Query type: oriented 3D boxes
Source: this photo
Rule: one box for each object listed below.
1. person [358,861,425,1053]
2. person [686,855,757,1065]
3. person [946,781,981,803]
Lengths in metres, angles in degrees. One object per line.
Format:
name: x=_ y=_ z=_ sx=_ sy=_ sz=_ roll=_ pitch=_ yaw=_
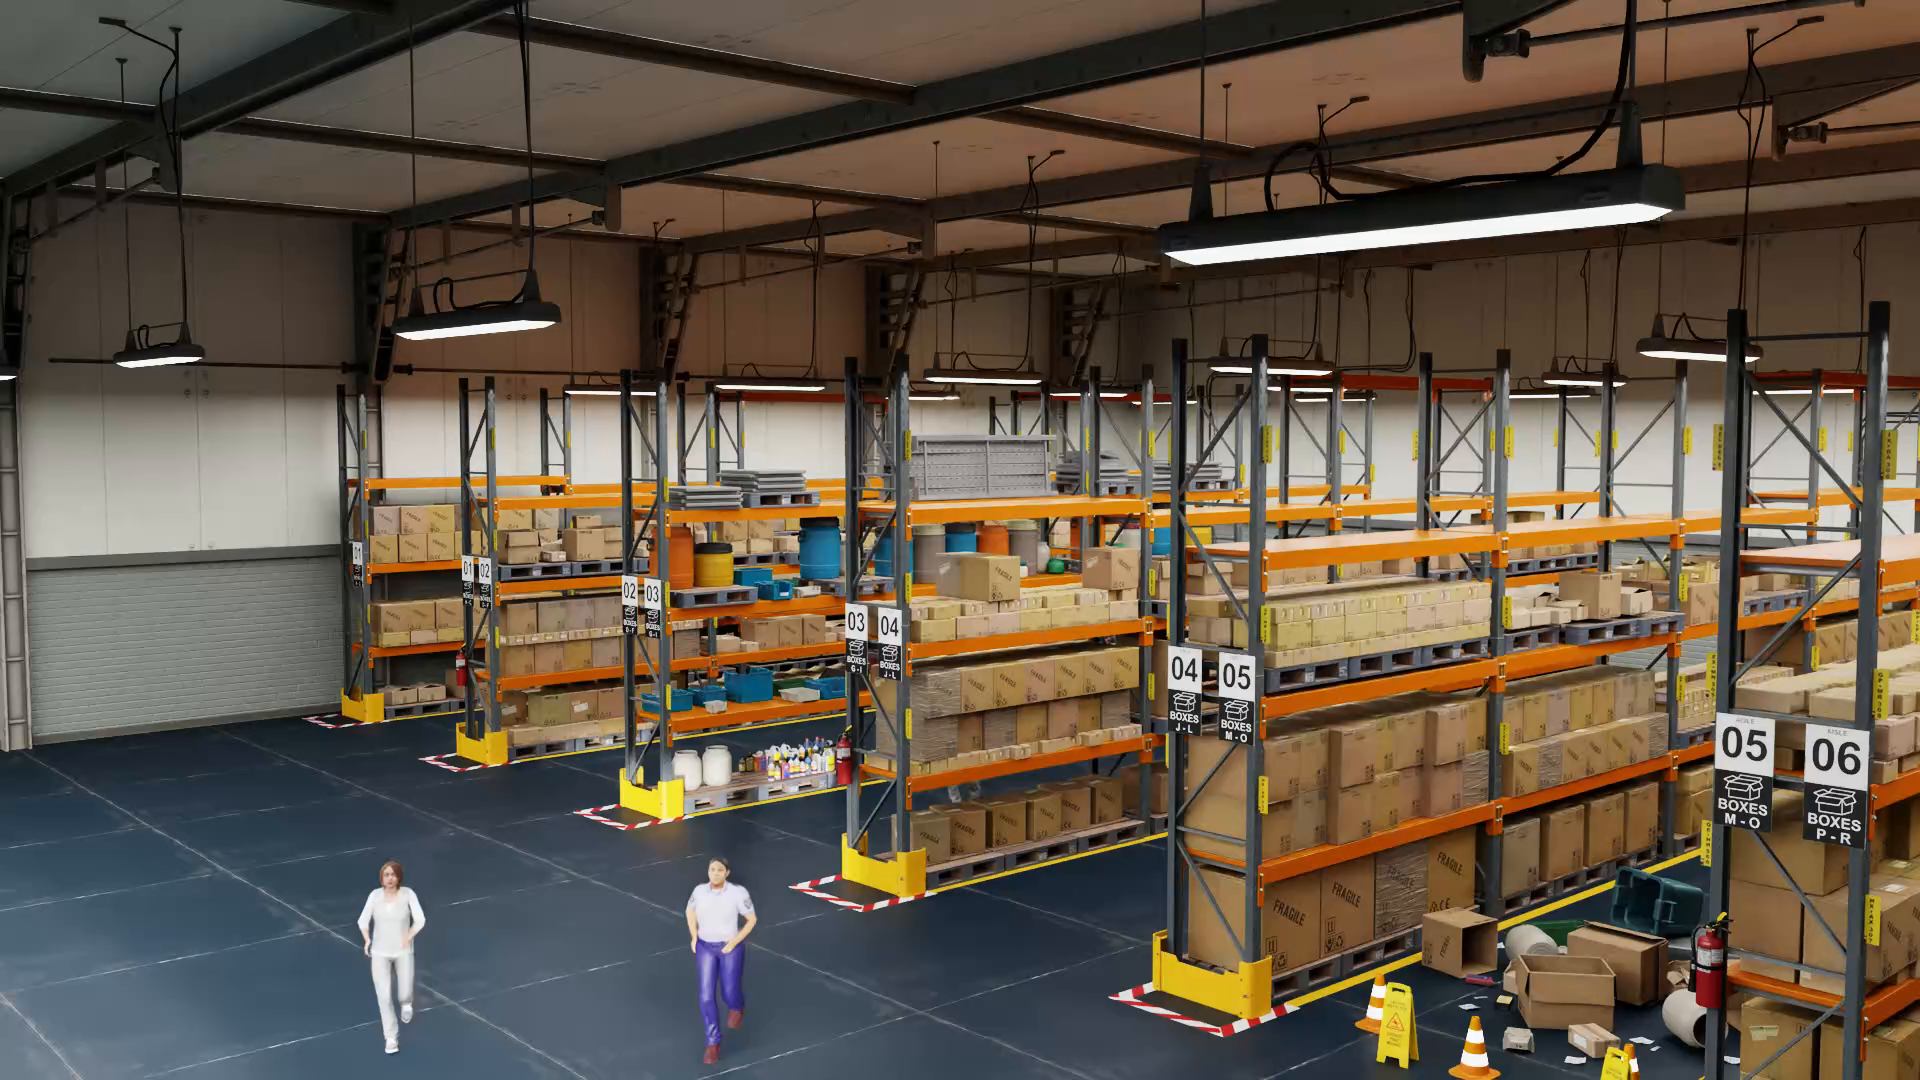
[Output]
person: x=-4.785 y=3.467 z=14.000 sx=0.540 sy=1.551 sz=0.637 roll=-1 pitch=4 yaw=-14
person: x=-2.003 y=3.444 z=13.901 sx=0.615 sy=1.644 sz=0.779 roll=0 pitch=4 yaw=2
person: x=-0.007 y=2.824 z=22.442 sx=0.679 sy=1.733 sz=0.621 roll=3 pitch=5 yaw=37
